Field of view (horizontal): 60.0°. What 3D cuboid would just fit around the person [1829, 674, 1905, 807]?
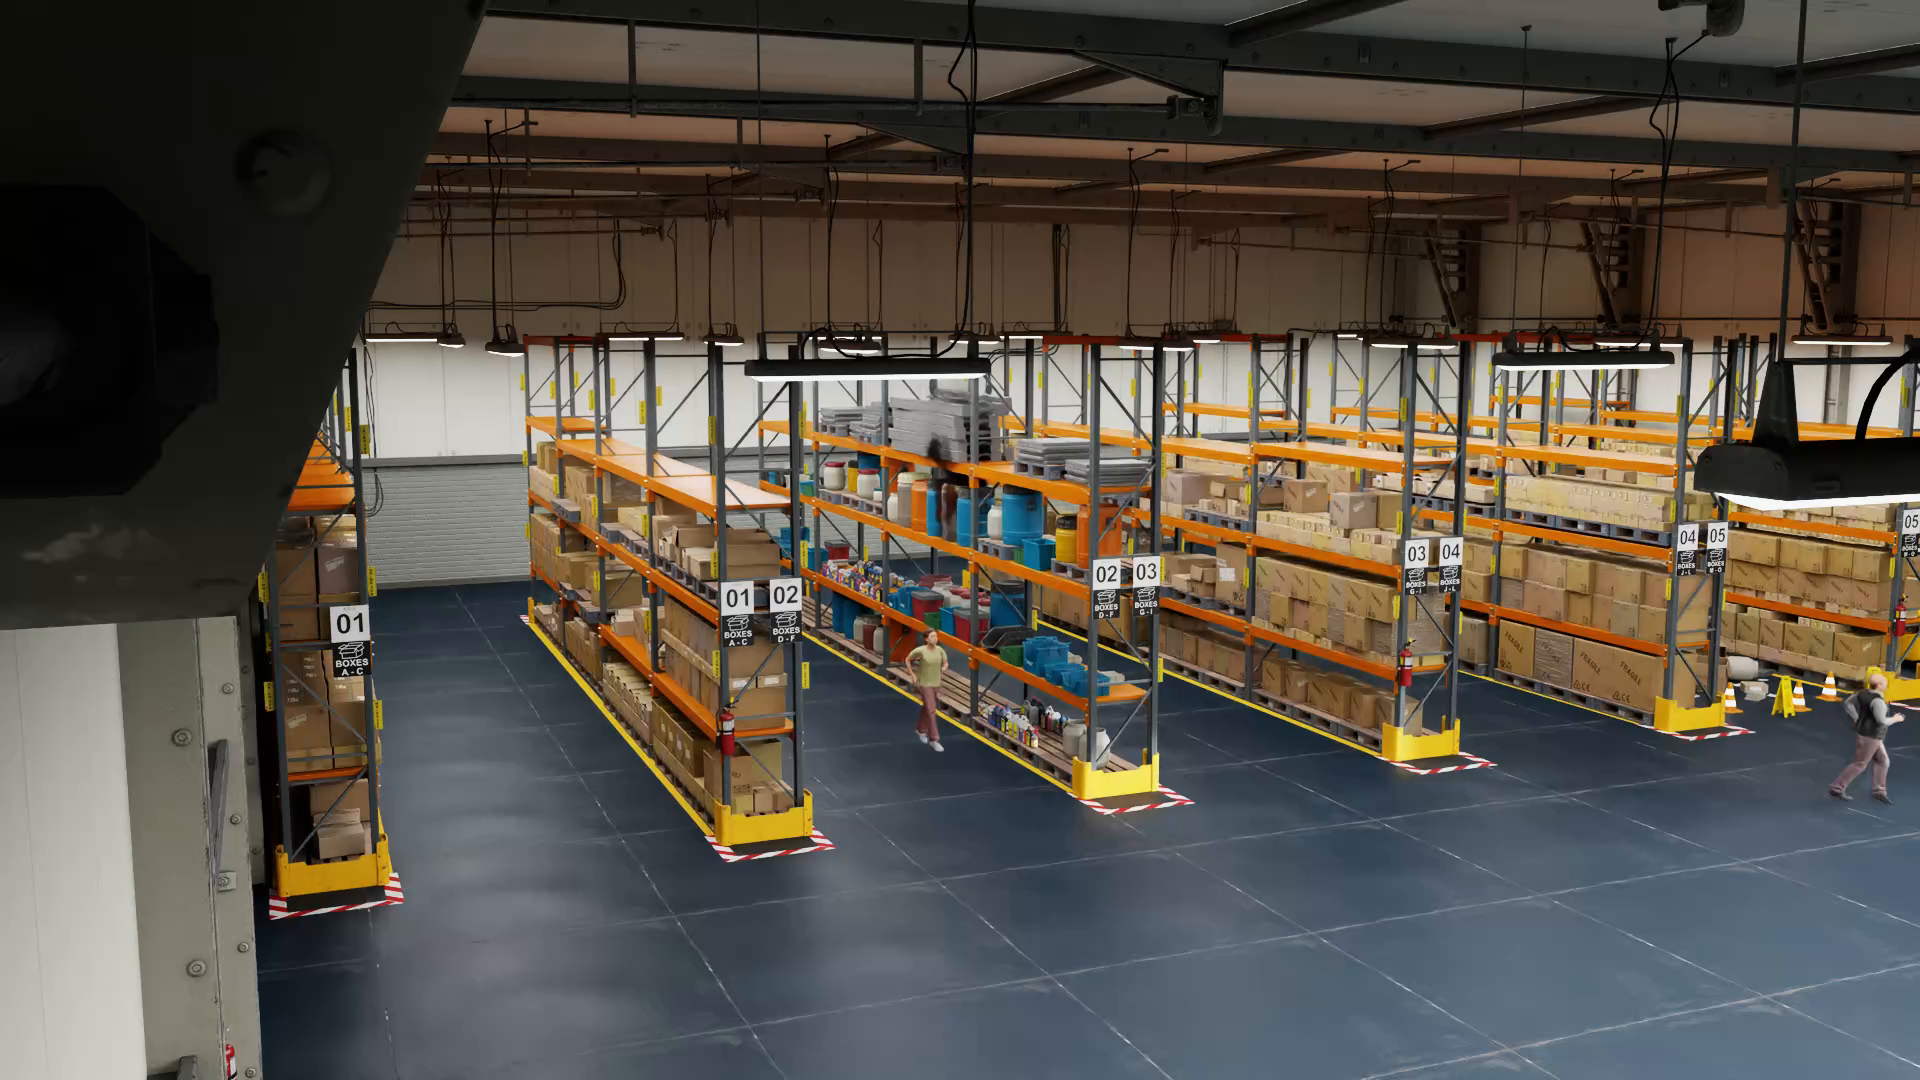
[{"bbox_3d":[11.802,2.608,21.631,0.843,1.768,0.587,2,8,16],"label":"person"}]

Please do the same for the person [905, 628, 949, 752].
[{"bbox_3d":[-0.412,2.074,23.466,0.578,1.696,0.830,-5,9,-35],"label":"person"}]
